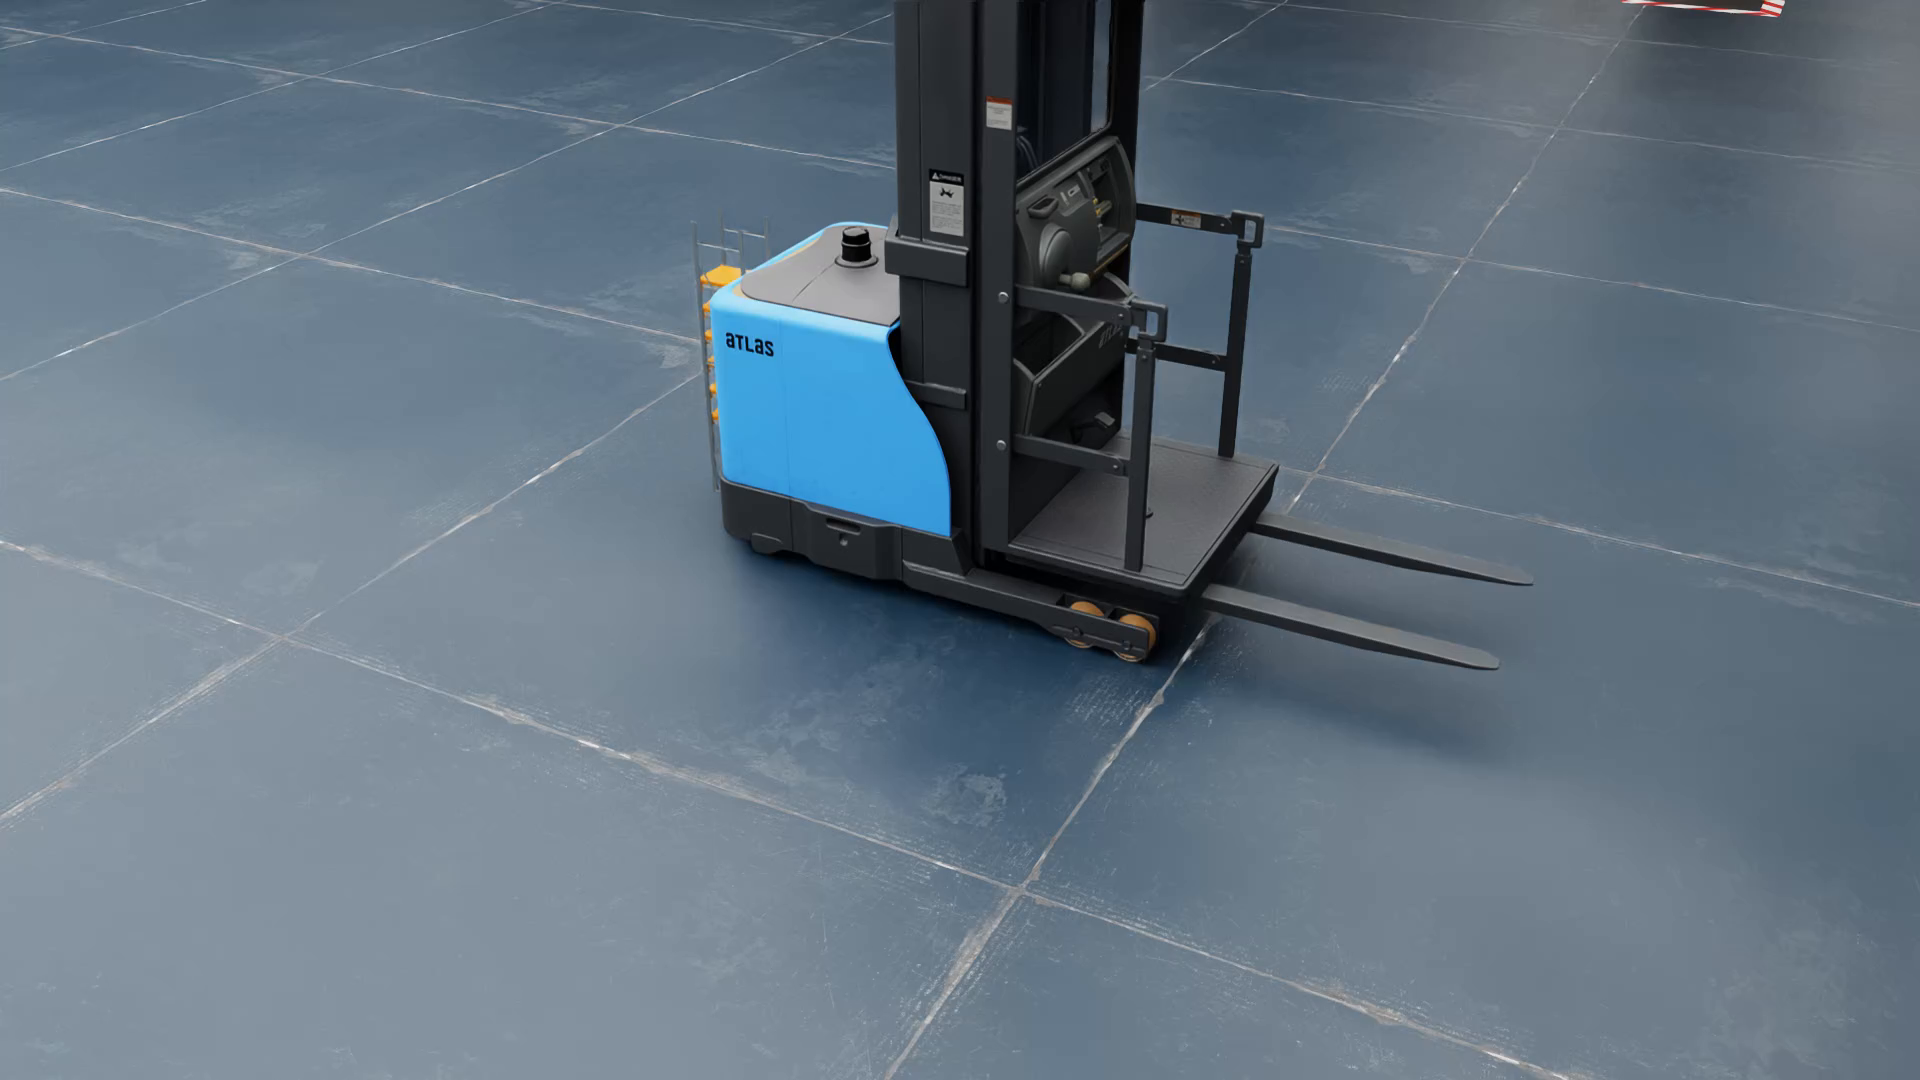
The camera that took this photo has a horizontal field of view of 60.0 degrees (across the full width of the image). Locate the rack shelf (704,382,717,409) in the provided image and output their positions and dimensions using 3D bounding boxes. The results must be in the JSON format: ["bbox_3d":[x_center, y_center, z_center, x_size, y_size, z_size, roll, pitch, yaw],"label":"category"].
[{"bbox_3d":[-0.904,-0.600,6.919,0.258,0.103,0.180,14,33,23],"label":"rack shelf"}]

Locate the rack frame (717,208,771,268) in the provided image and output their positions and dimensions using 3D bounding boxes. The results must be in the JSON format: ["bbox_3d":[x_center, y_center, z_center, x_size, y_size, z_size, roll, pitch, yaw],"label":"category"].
[{"bbox_3d":[-0.863,-0.783,6.908,0.240,1.200,0.006,14,33,23],"label":"rack frame"}]

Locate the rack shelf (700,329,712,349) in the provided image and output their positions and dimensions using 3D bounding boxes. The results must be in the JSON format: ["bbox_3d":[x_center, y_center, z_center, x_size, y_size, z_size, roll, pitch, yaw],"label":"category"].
[{"bbox_3d":[-0.904,-0.808,6.800,0.258,0.103,0.180,14,33,23],"label":"rack shelf"}]

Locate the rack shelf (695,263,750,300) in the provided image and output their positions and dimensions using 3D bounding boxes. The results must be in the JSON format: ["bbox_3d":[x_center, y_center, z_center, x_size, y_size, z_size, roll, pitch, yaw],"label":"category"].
[{"bbox_3d":[-0.904,-1.016,6.680,0.258,0.103,0.180,14,33,23],"label":"rack shelf"}]

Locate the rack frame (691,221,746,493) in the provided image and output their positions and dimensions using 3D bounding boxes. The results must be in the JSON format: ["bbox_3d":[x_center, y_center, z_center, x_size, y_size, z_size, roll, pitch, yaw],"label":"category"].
[{"bbox_3d":[-0.946,-0.702,6.767,0.240,1.200,0.006,14,33,23],"label":"rack frame"}]

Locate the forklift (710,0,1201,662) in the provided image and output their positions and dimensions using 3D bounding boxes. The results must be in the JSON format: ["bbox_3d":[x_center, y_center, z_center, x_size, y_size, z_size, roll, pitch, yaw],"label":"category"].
[{"bbox_3d":[0.597,-1.136,5.785,3.031,2.935,1.130,14,33,23],"label":"forklift"}]

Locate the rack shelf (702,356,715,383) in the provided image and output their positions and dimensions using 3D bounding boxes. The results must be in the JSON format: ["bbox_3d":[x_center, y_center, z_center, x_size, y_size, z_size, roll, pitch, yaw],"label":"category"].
[{"bbox_3d":[-0.904,-0.704,6.859,0.258,0.103,0.180,14,33,23],"label":"rack shelf"}]

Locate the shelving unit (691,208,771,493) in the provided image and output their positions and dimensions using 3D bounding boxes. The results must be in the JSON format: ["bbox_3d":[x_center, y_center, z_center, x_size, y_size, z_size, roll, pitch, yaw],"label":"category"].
[{"bbox_3d":[-0.904,-0.742,6.837,0.258,1.200,0.189,14,33,23],"label":"shelving unit"}]

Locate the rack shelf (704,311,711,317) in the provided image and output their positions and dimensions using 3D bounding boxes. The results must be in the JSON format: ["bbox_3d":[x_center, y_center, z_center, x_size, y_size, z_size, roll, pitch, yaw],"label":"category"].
[{"bbox_3d":[-0.904,-0.929,6.730,0.199,0.020,0.166,14,33,23],"label":"rack shelf"}]
